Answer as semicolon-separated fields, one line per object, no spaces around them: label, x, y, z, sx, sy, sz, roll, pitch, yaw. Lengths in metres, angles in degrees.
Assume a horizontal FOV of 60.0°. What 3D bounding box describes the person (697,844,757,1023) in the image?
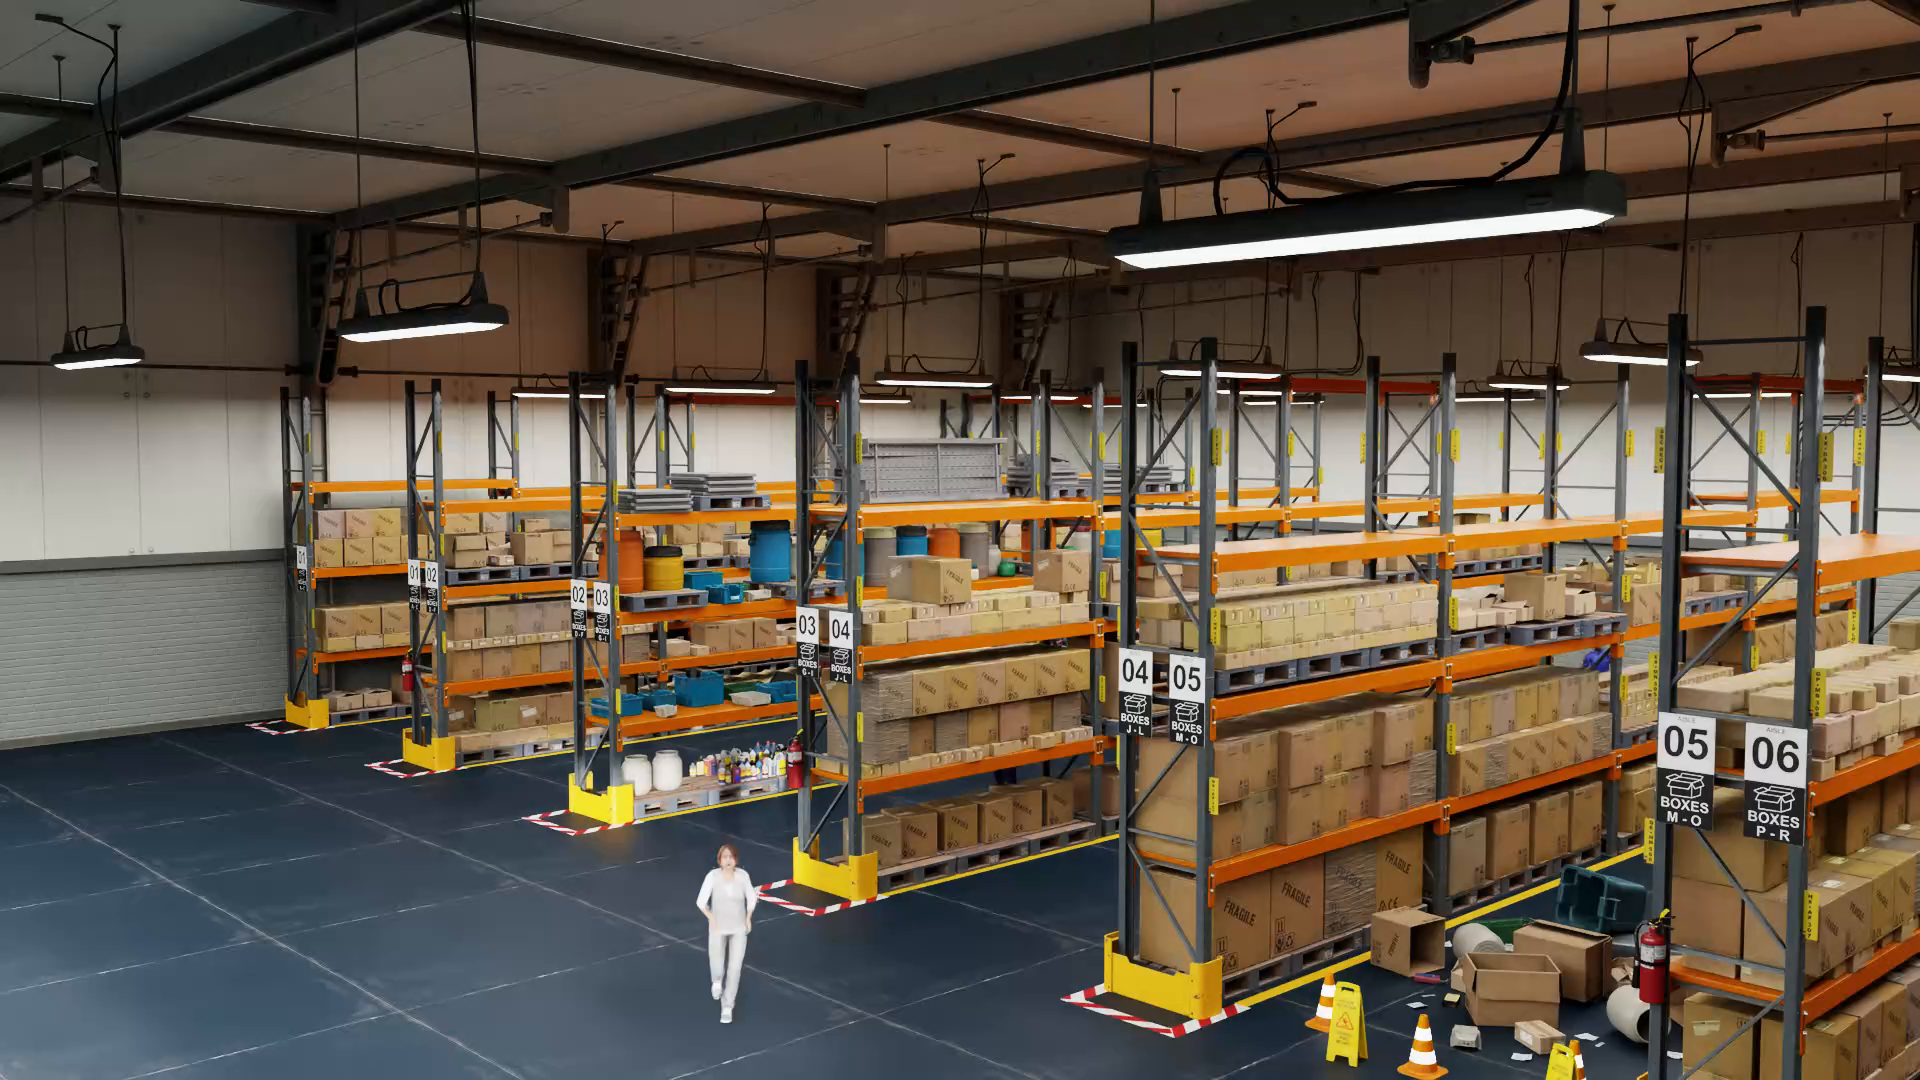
person;-2.055;3.491;14.713;0.529;1.464;0.575;-1;4;-13

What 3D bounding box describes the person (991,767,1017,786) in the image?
person;0.606;2.839;23.929;0.593;1.659;0.555;3;5;36

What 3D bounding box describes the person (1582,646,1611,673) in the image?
person;11.308;2.505;29.308;0.635;1.562;0.520;0;4;-5
